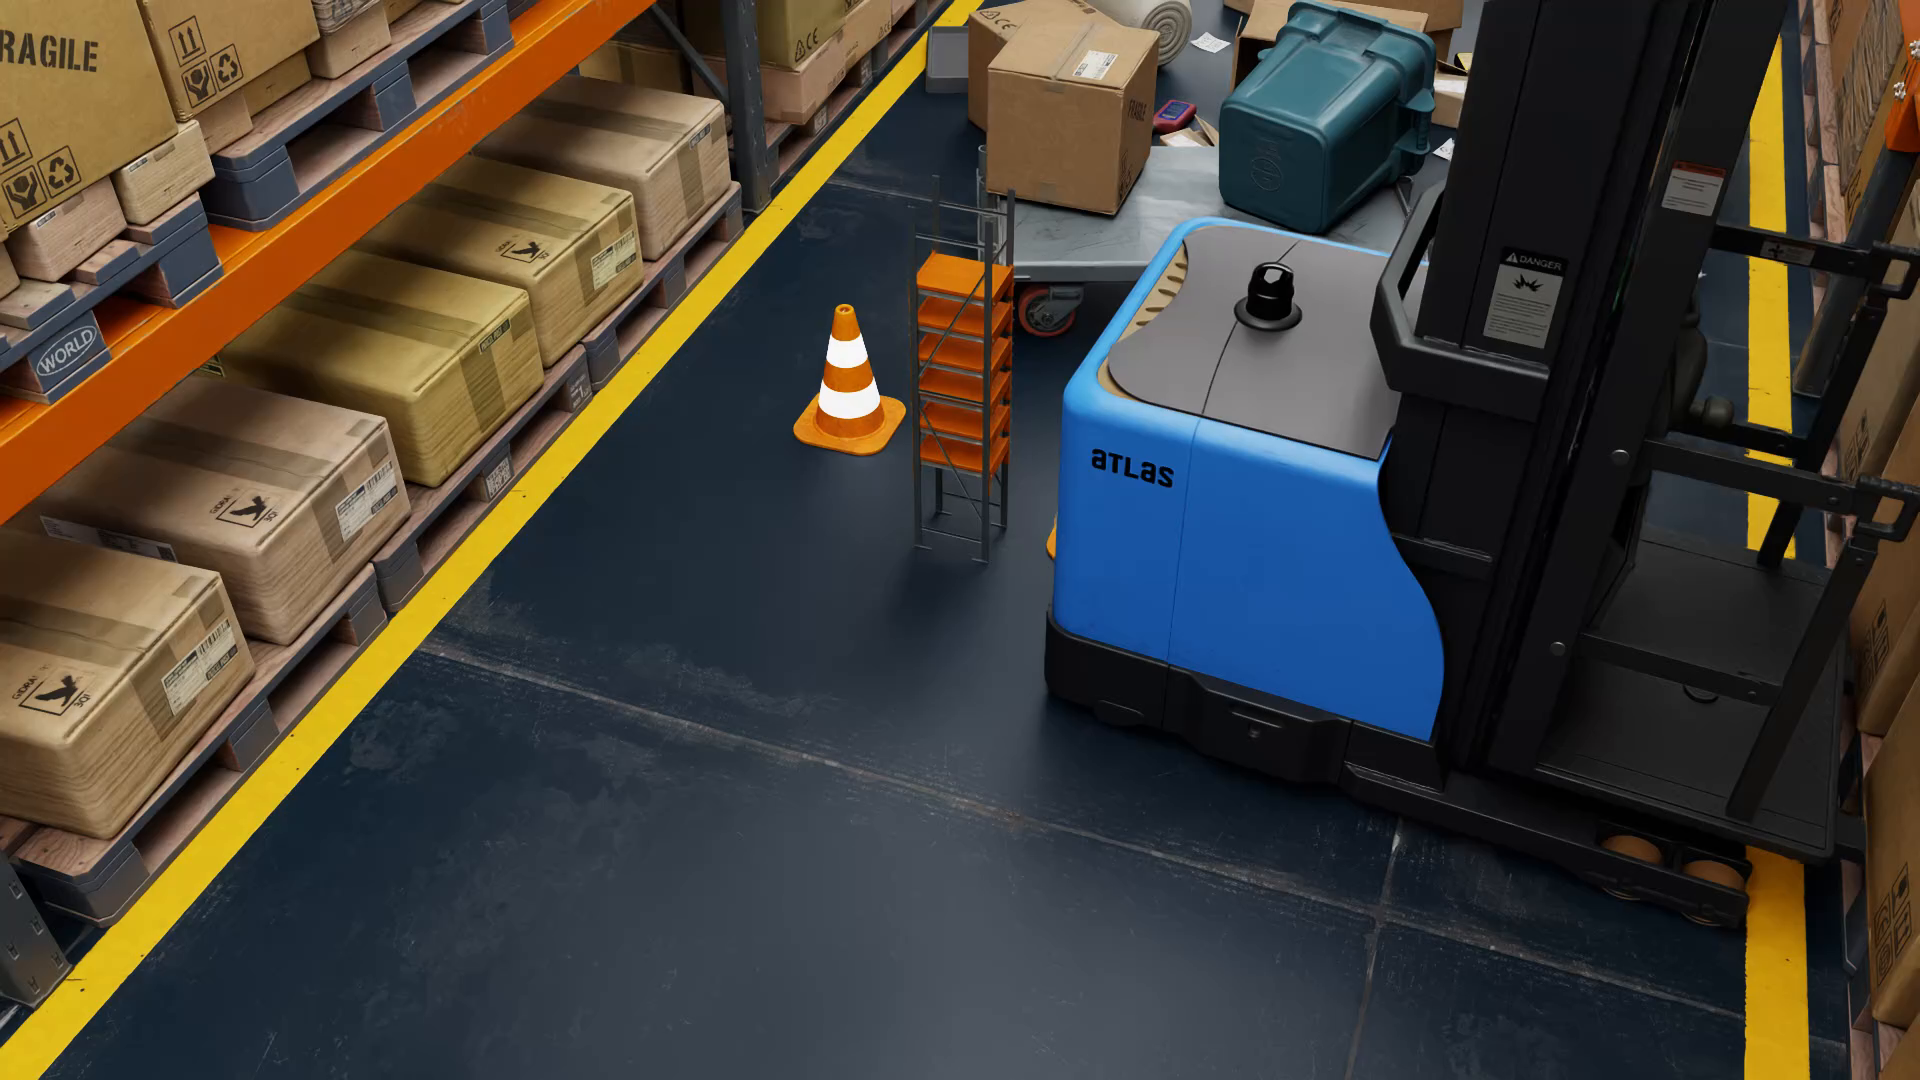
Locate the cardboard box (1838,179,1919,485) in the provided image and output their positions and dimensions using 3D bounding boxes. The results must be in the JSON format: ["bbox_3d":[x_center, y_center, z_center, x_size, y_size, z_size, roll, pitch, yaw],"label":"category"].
[{"bbox_3d":[3.289,-0.482,4.914,1.050,0.750,0.750,13,42,15],"label":"cardboard box"}]

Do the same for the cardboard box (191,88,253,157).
[{"bbox_3d":[-1.964,-1.044,4.033,0.380,0.149,0.250,16,43,18],"label":"cardboard box"}]

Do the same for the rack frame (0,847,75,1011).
[{"bbox_3d":[-2.638,-0.174,3.143,1.000,3.000,0.127,13,42,15],"label":"rack frame"}]

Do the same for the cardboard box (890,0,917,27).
[{"bbox_3d":[-0.463,-2.679,7.874,0.500,0.250,0.500,13,42,15],"label":"cardboard box"}]

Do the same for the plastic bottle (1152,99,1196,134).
[{"bbox_3d":[0.934,-1.867,7.391,0.133,0.061,0.283,21,45,22],"label":"plastic bottle"}]

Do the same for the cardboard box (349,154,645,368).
[{"bbox_3d":[-1.689,-1.014,5.828,0.950,0.372,0.625,16,43,18],"label":"cardboard box"}]

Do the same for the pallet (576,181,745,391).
[{"bbox_3d":[-1.535,-1.078,6.350,1.003,0.211,1.213,13,42,15],"label":"pallet"}]

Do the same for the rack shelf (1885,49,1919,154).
[{"bbox_3d":[2.733,-0.083,3.591,1.077,0.370,4.000,13,42,15],"label":"rack shelf"}]

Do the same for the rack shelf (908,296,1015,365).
[{"bbox_3d":[0.005,-0.614,4.744,0.258,0.103,0.180,13,42,15],"label":"rack shelf"}]

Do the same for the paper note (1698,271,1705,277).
[{"bbox_3d":[2.795,-1.058,6.467,0.147,0.020,0.142,-13,42,-15],"label":"paper note"}]

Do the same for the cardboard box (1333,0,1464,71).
[{"bbox_3d":[1.877,-2.470,7.758,0.797,0.503,0.637,-13,42,-15],"label":"cardboard box"}]

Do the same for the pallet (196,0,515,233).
[{"bbox_3d":[-1.999,-1.317,4.631,1.003,0.211,1.213,13,42,15],"label":"pallet"}]

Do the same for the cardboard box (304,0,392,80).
[{"bbox_3d":[-1.753,-1.370,4.415,0.380,0.149,0.250,15,43,16],"label":"cardboard box"}]

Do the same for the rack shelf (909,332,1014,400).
[{"bbox_3d":[0.005,-0.523,4.822,0.258,0.103,0.180,13,42,15],"label":"rack shelf"}]

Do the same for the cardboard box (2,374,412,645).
[{"bbox_3d":[-2.190,-0.128,4.790,0.950,0.372,0.625,13,42,14],"label":"cardboard box"}]

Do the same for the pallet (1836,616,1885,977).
[{"bbox_3d":[2.808,0.718,4.246,1.003,0.211,1.213,13,42,15],"label":"pallet"}]

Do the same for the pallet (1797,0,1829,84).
[{"bbox_3d":[4.584,-2.450,7.960,1.003,0.211,1.213,13,42,15],"label":"pallet"}]

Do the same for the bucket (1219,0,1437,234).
[{"bbox_3d":[1.296,-1.504,6.053,0.726,0.611,0.620,29,58,29],"label":"bucket"}]

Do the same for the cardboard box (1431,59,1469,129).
[{"bbox_3d":[2.273,-1.994,7.382,0.396,0.266,0.258,21,45,22],"label":"cardboard box"}]

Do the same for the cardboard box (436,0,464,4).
[{"bbox_3d":[-1.549,-1.684,4.782,0.380,0.149,0.250,13,42,15],"label":"cardboard box"}]

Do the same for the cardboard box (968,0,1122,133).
[{"bbox_3d":[0.375,-2.015,7.225,0.500,0.500,0.500,-21,45,-22],"label":"cardboard box"}]

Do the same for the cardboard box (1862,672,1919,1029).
[{"bbox_3d":[2.637,0.674,3.559,1.050,0.750,0.750,14,42,16],"label":"cardboard box"}]

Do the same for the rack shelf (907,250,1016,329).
[{"bbox_3d":[0.005,-0.705,4.666,0.258,0.103,0.180,13,42,15],"label":"rack shelf"}]

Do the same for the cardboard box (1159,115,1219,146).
[{"bbox_3d":[1.026,-1.594,6.914,0.258,0.266,0.396,-13,42,-15],"label":"cardboard box"}]

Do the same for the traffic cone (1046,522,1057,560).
[{"bbox_3d":[0.462,-0.183,5.108,0.336,0.463,0.334,13,42,15],"label":"traffic cone"}]

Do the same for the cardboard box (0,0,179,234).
[{"bbox_3d":[-2.095,-1.027,3.513,0.500,0.500,0.500,15,43,17],"label":"cardboard box"}]

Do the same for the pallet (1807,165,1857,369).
[{"bbox_3d":[3.750,-0.962,6.215,1.003,0.211,1.213,13,42,15],"label":"pallet"}]

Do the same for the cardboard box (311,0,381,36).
[{"bbox_3d":[-1.741,-1.656,4.250,0.500,0.500,0.500,12,42,13],"label":"cardboard box"}]

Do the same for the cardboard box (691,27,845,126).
[{"bbox_3d":[-0.814,-2.027,7.110,0.500,0.250,0.500,11,42,13],"label":"cardboard box"}]

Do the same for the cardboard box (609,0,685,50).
[{"bbox_3d":[-1.320,-2.433,7.008,0.500,0.500,0.500,13,42,14],"label":"cardboard box"}]

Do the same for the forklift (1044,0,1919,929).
[{"bbox_3d":[1.800,-0.554,3.641,3.031,2.935,1.130,16,43,18],"label":"forklift"}]

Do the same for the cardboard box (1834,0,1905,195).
[{"bbox_3d":[4.002,-1.847,6.417,0.875,0.875,0.875,14,42,15],"label":"cardboard box"}]

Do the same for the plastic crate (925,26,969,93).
[{"bbox_3d":[0.038,-2.278,7.859,0.402,0.080,0.583,0,40,0],"label":"plastic crate"}]

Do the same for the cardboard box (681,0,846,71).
[{"bbox_3d":[-0.814,-2.312,6.867,0.500,0.500,0.500,15,43,17],"label":"cardboard box"}]

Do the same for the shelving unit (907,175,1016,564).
[{"bbox_3d":[0.005,-0.465,4.871,0.258,1.200,0.189,13,42,15],"label":"shelving unit"}]

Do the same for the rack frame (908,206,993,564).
[{"bbox_3d":[-0.026,-0.409,4.806,0.240,1.200,0.006,13,42,15],"label":"rack frame"}]

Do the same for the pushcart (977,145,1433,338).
[{"bbox_3d":[0.890,-1.140,6.296,1.648,0.377,0.936,0,40,0],"label":"pushcart"}]

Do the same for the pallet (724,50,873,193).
[{"bbox_3d":[-1.073,-1.970,7.397,1.003,0.211,1.213,13,42,15],"label":"pallet"}]

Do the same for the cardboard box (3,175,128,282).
[{"bbox_3d":[-2.087,-0.717,3.649,0.380,0.149,0.250,11,42,12],"label":"cardboard box"}]

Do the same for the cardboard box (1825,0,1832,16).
[{"bbox_3d":[4.614,-2.939,7.698,0.875,0.875,0.875,14,42,15],"label":"cardboard box"}]

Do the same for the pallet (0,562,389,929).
[{"bbox_3d":[-2.369,0.411,4.606,1.003,0.211,1.213,13,42,15],"label":"pallet"}]
